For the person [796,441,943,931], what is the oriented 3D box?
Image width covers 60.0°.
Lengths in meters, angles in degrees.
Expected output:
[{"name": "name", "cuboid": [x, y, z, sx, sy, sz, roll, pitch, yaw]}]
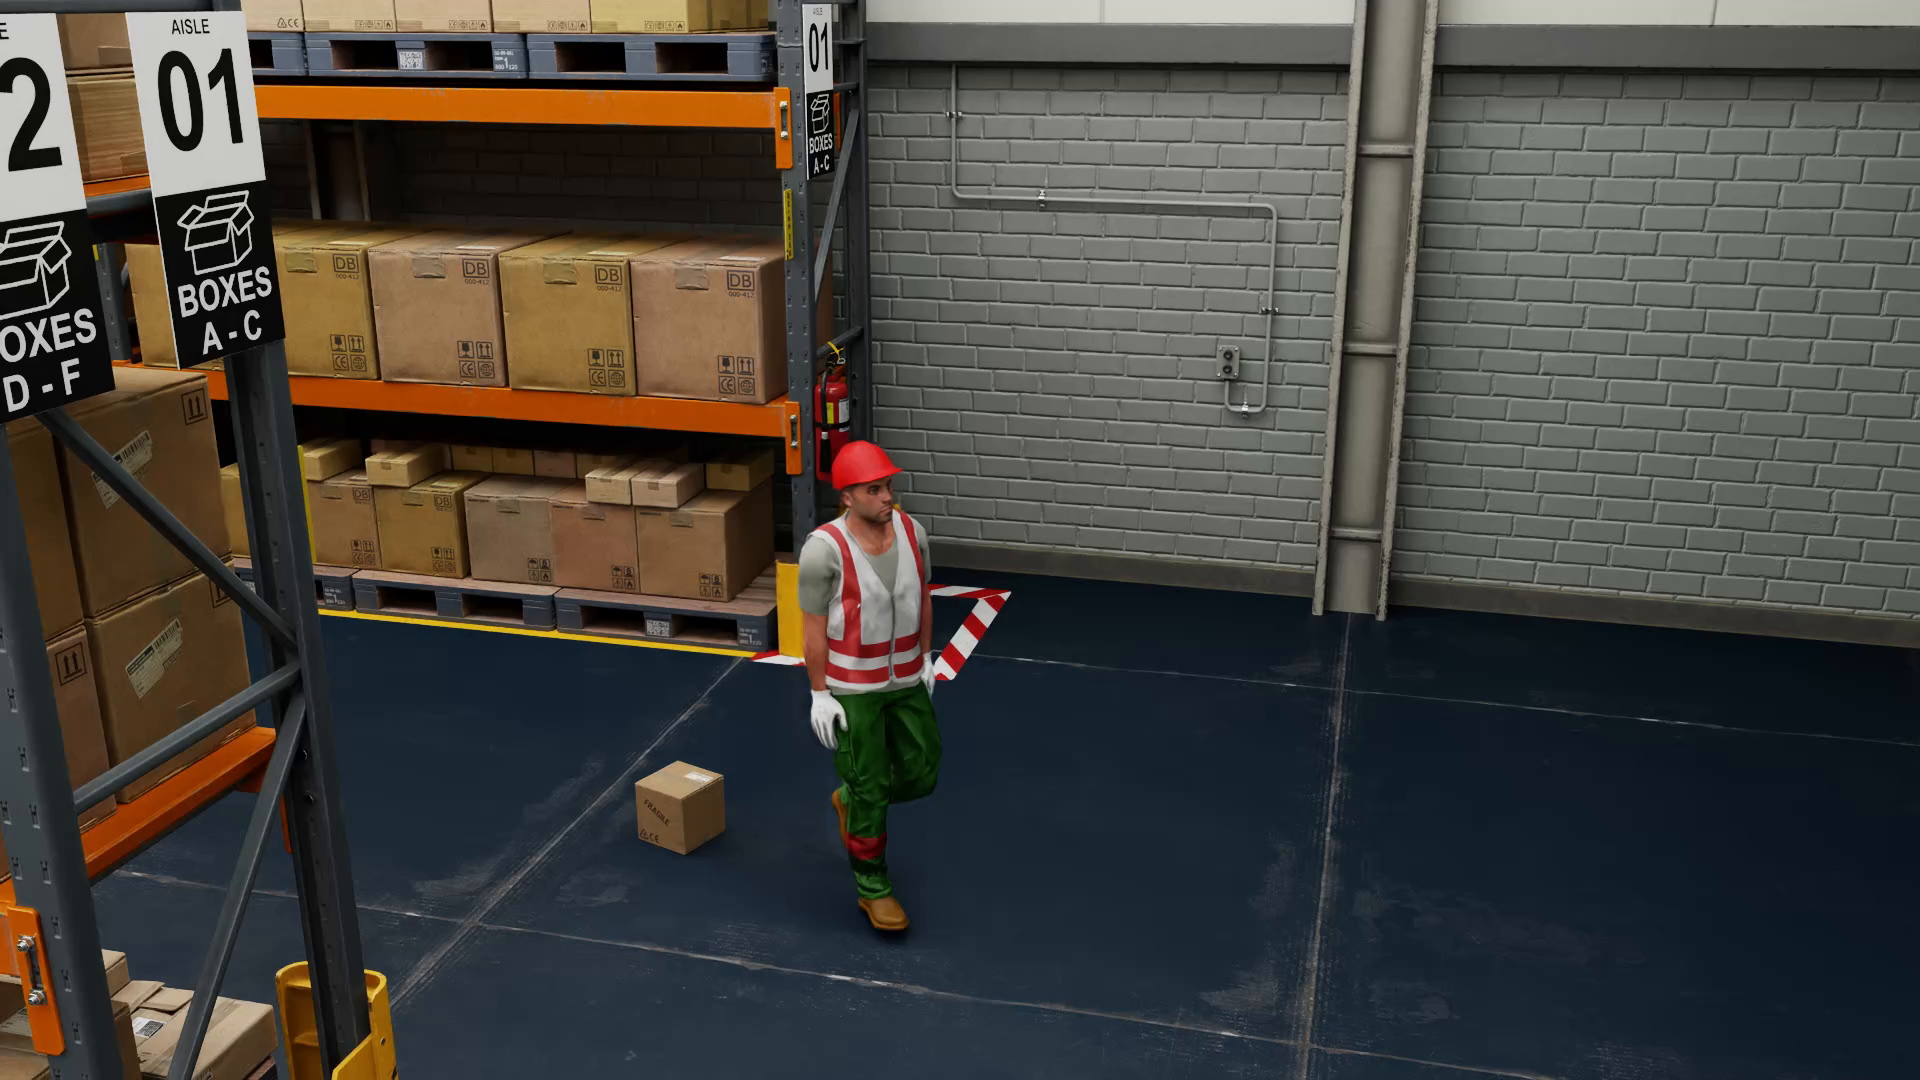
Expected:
[{"name": "person", "cuboid": [-0.341, 0.487, 5.955, 0.548, 1.779, 0.647, -12, 22, -33]}]
